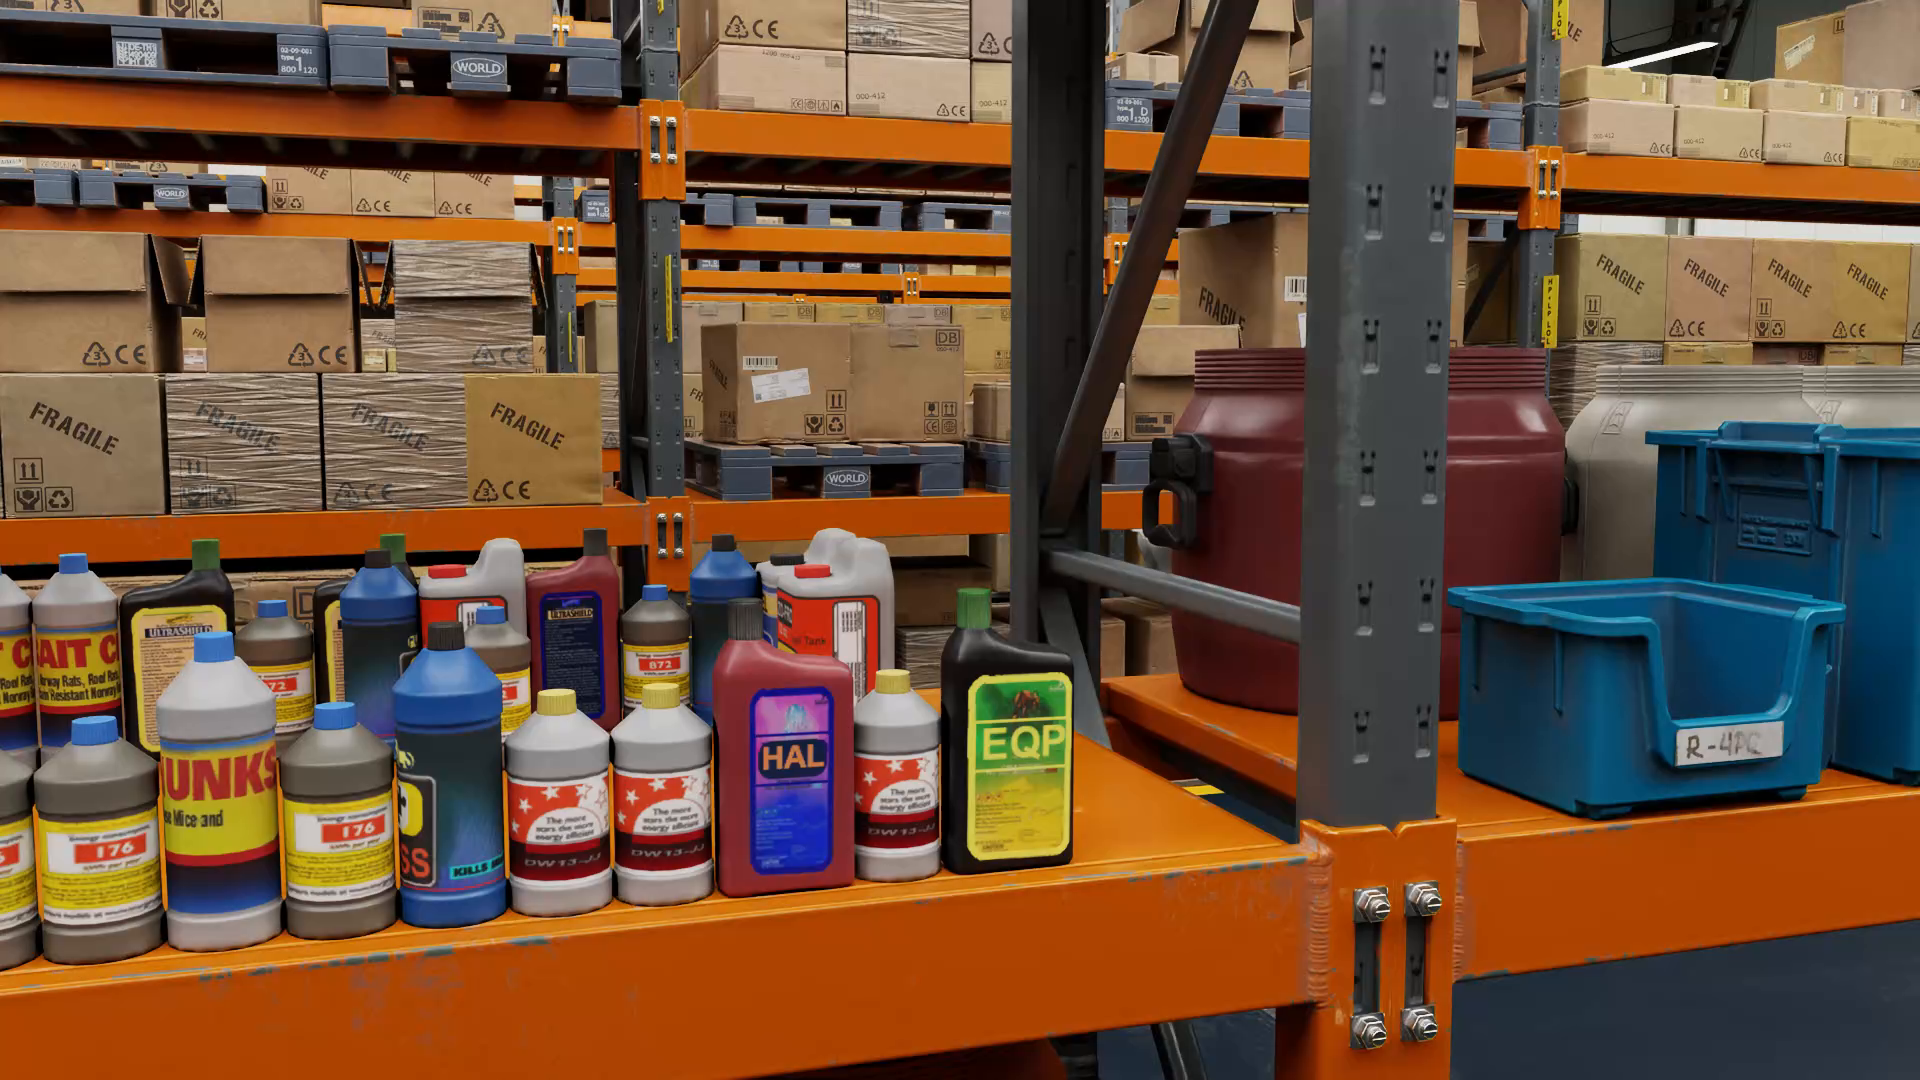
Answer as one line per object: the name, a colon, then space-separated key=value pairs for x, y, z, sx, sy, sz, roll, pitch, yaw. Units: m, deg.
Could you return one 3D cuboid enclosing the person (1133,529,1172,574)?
person: x=1.287 y=-0.005 z=9.445 sx=0.596 sy=1.741 sz=0.483 roll=-2 pitch=6 yaw=-20
